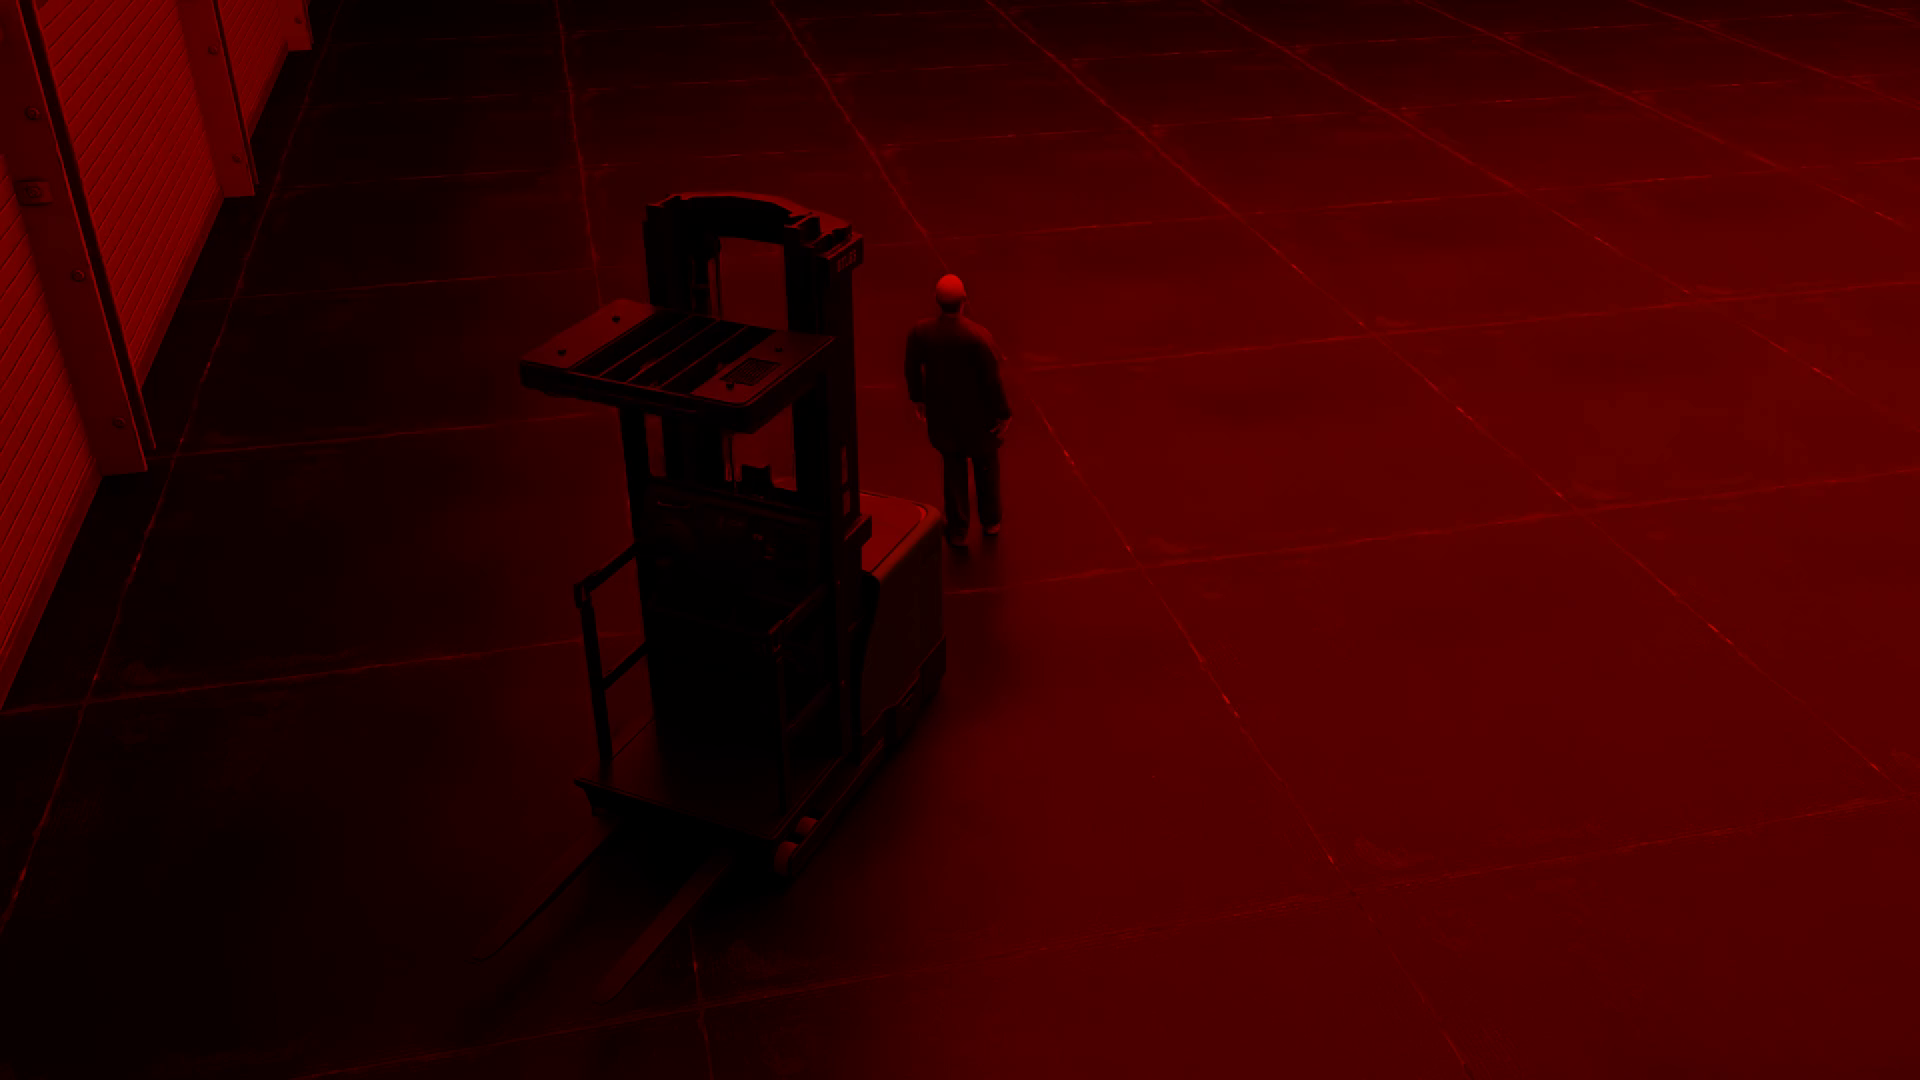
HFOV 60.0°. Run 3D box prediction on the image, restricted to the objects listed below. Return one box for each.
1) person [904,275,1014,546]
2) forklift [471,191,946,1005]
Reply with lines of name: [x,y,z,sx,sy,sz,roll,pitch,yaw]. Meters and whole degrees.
person: [0.055,-0.838,10.182,0.703,1.775,0.659,13,33,22]
forklift: [-1.141,0.060,7.470,1.130,2.935,3.031,13,32,21]
